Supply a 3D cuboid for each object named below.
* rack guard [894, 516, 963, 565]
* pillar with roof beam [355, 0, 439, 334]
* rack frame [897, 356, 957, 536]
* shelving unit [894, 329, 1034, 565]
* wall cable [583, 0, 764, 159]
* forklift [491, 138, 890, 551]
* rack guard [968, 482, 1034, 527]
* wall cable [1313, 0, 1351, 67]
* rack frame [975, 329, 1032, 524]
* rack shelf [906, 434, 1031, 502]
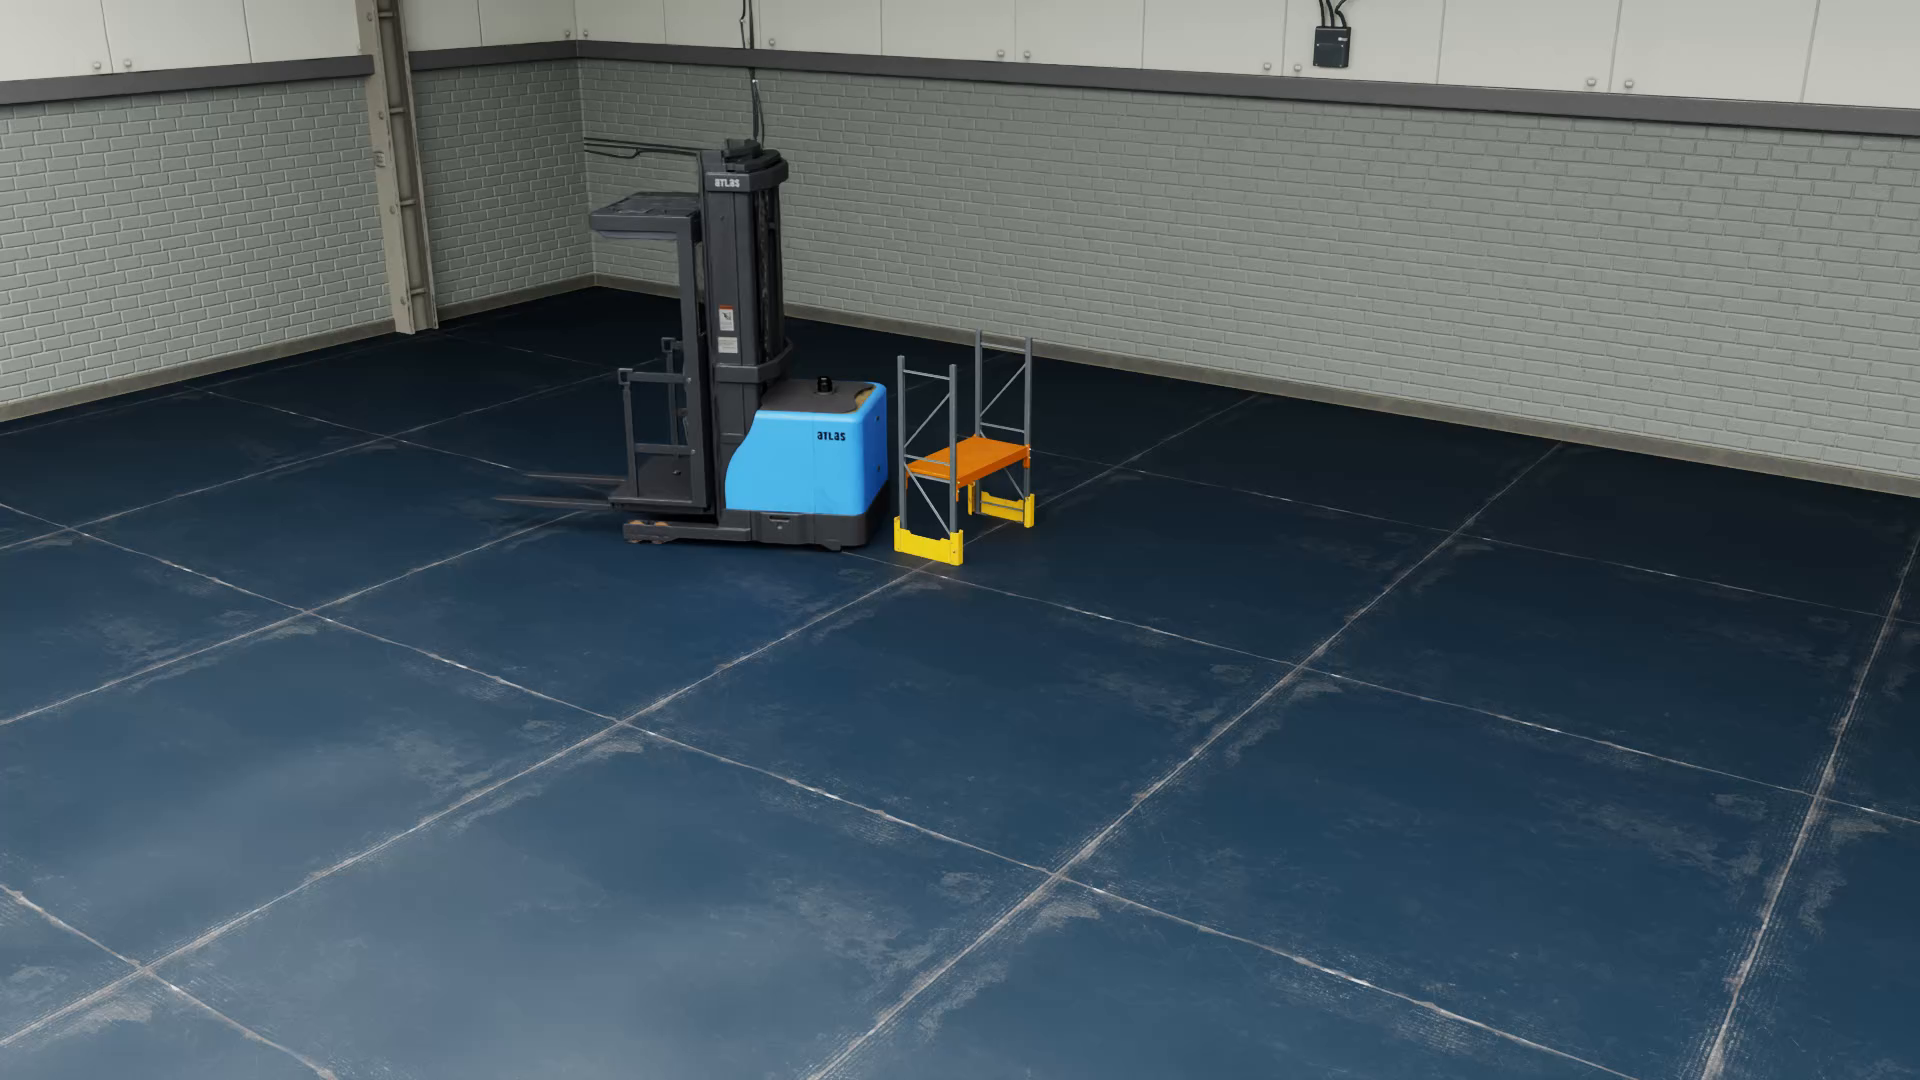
[{"bbox_3d":[-0.237,0.004,12.394,0.587,0.250,0.087,13,24,32],"label":"rack guard"},{"bbox_3d":[-2.781,-5.839,15.579,9.100,9.000,0.400,13,24,32],"label":"pillar with roof beam"},{"bbox_3d":[-0.238,-0.582,12.177,0.500,1.500,0.032,13,24,32],"label":"rack frame"},{"bbox_3d":[0.043,-0.725,12.564,0.587,1.500,1.083,13,24,32],"label":"shelving unit"},{"bbox_3d":[-3.591,-5.810,19.976,3.097,2.526,0.112,13,24,32],"label":"wall cable"},{"bbox_3d":[-2.124,-1.519,12.645,3.031,2.935,1.130,3,21,9],"label":"forklift"},{"bbox_3d":[0.323,-0.282,13.167,0.587,0.250,0.087,13,24,32],"label":"rack guard"},{"bbox_3d":[4.251,-7.005,13.829,2.305,6.003,0.169,13,24,32],"label":"wall cable"},{"bbox_3d":[0.334,-0.874,12.965,0.500,1.500,0.032,13,24,32],"label":"rack frame"},{"bbox_3d":[0.048,-0.559,12.633,0.538,0.185,1.000,13,24,32],"label":"rack shelf"}]
